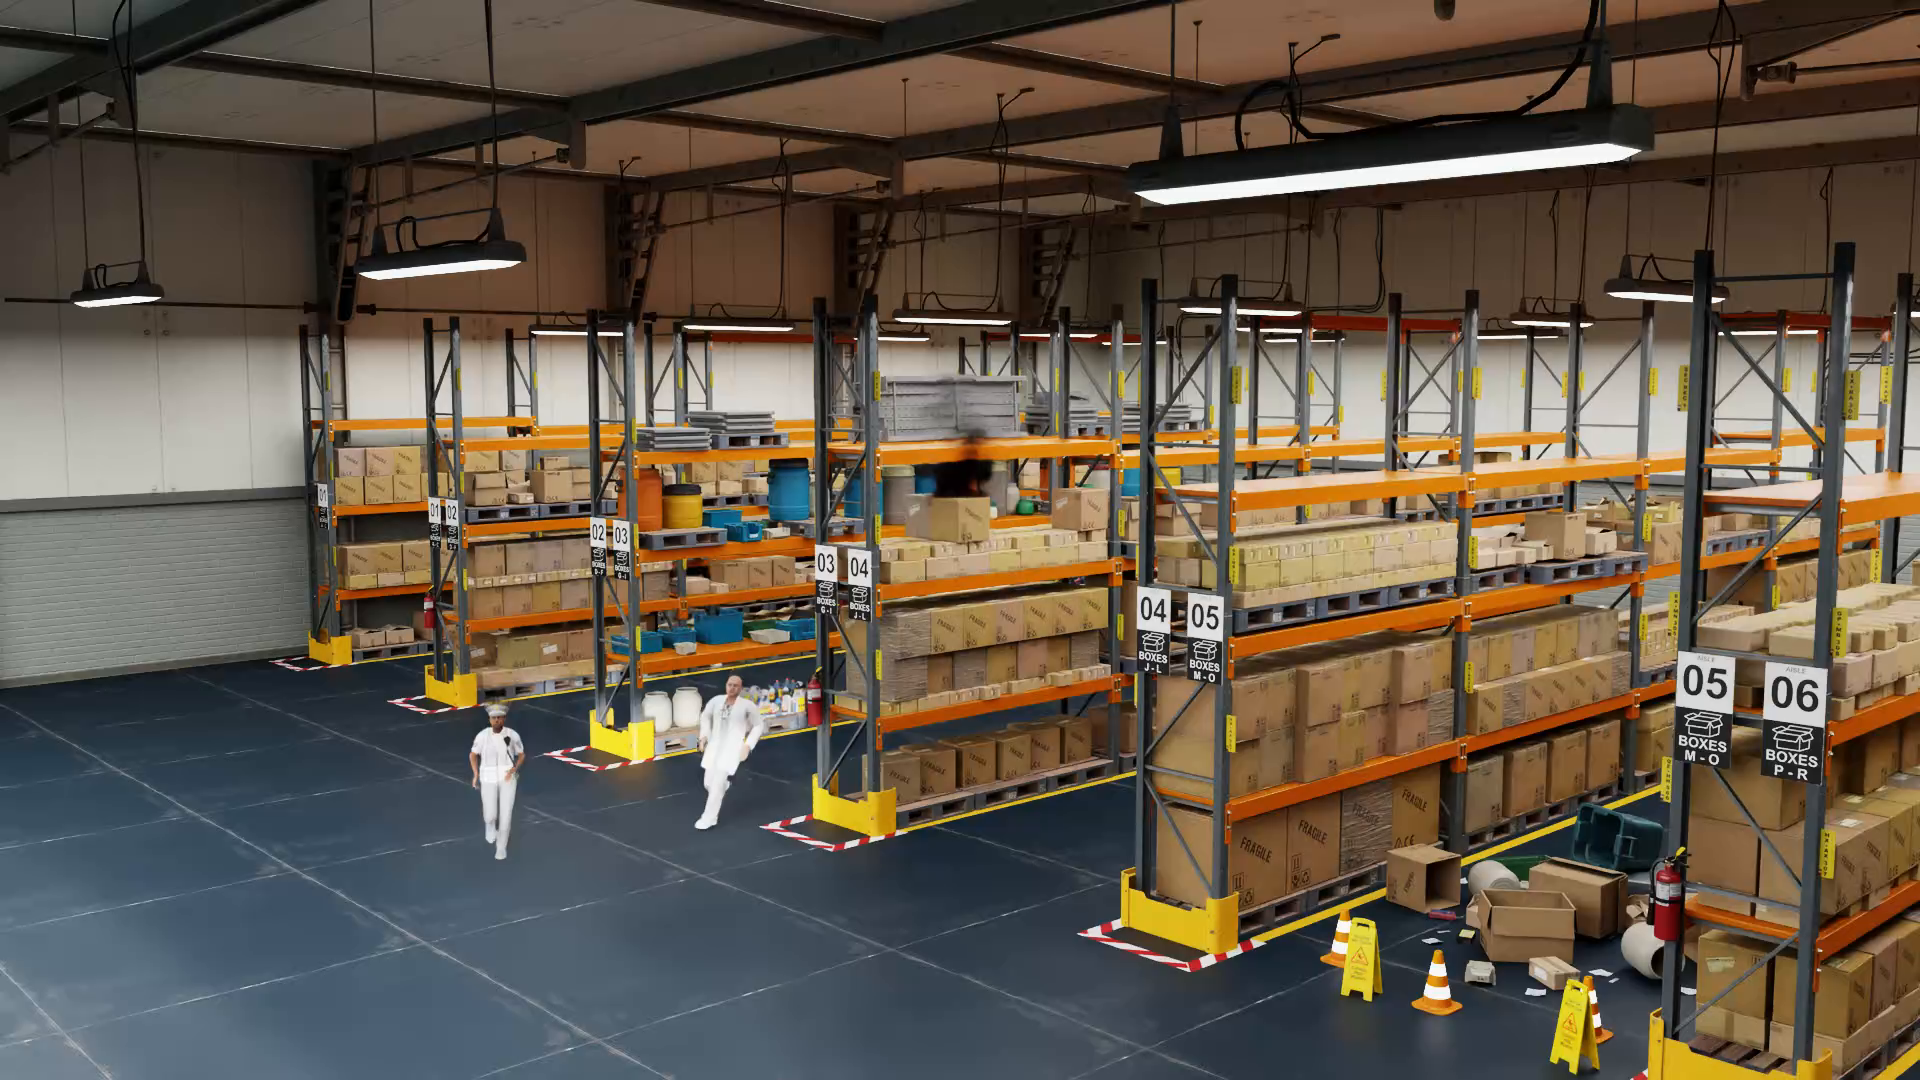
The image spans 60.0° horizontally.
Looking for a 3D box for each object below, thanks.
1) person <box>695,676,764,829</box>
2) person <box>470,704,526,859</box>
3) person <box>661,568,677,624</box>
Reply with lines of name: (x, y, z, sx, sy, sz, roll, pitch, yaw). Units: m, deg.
person: (-2.637, 2.397, 18.988, 0.765, 1.709, 0.800, 1, 6, 14)
person: (-4.926, 2.566, 17.735, 0.581, 1.656, 0.555, -1, 6, -14)
person: (-5.323, 1.285, 30.638, 0.538, 1.585, 0.839, 4, 7, 36)
